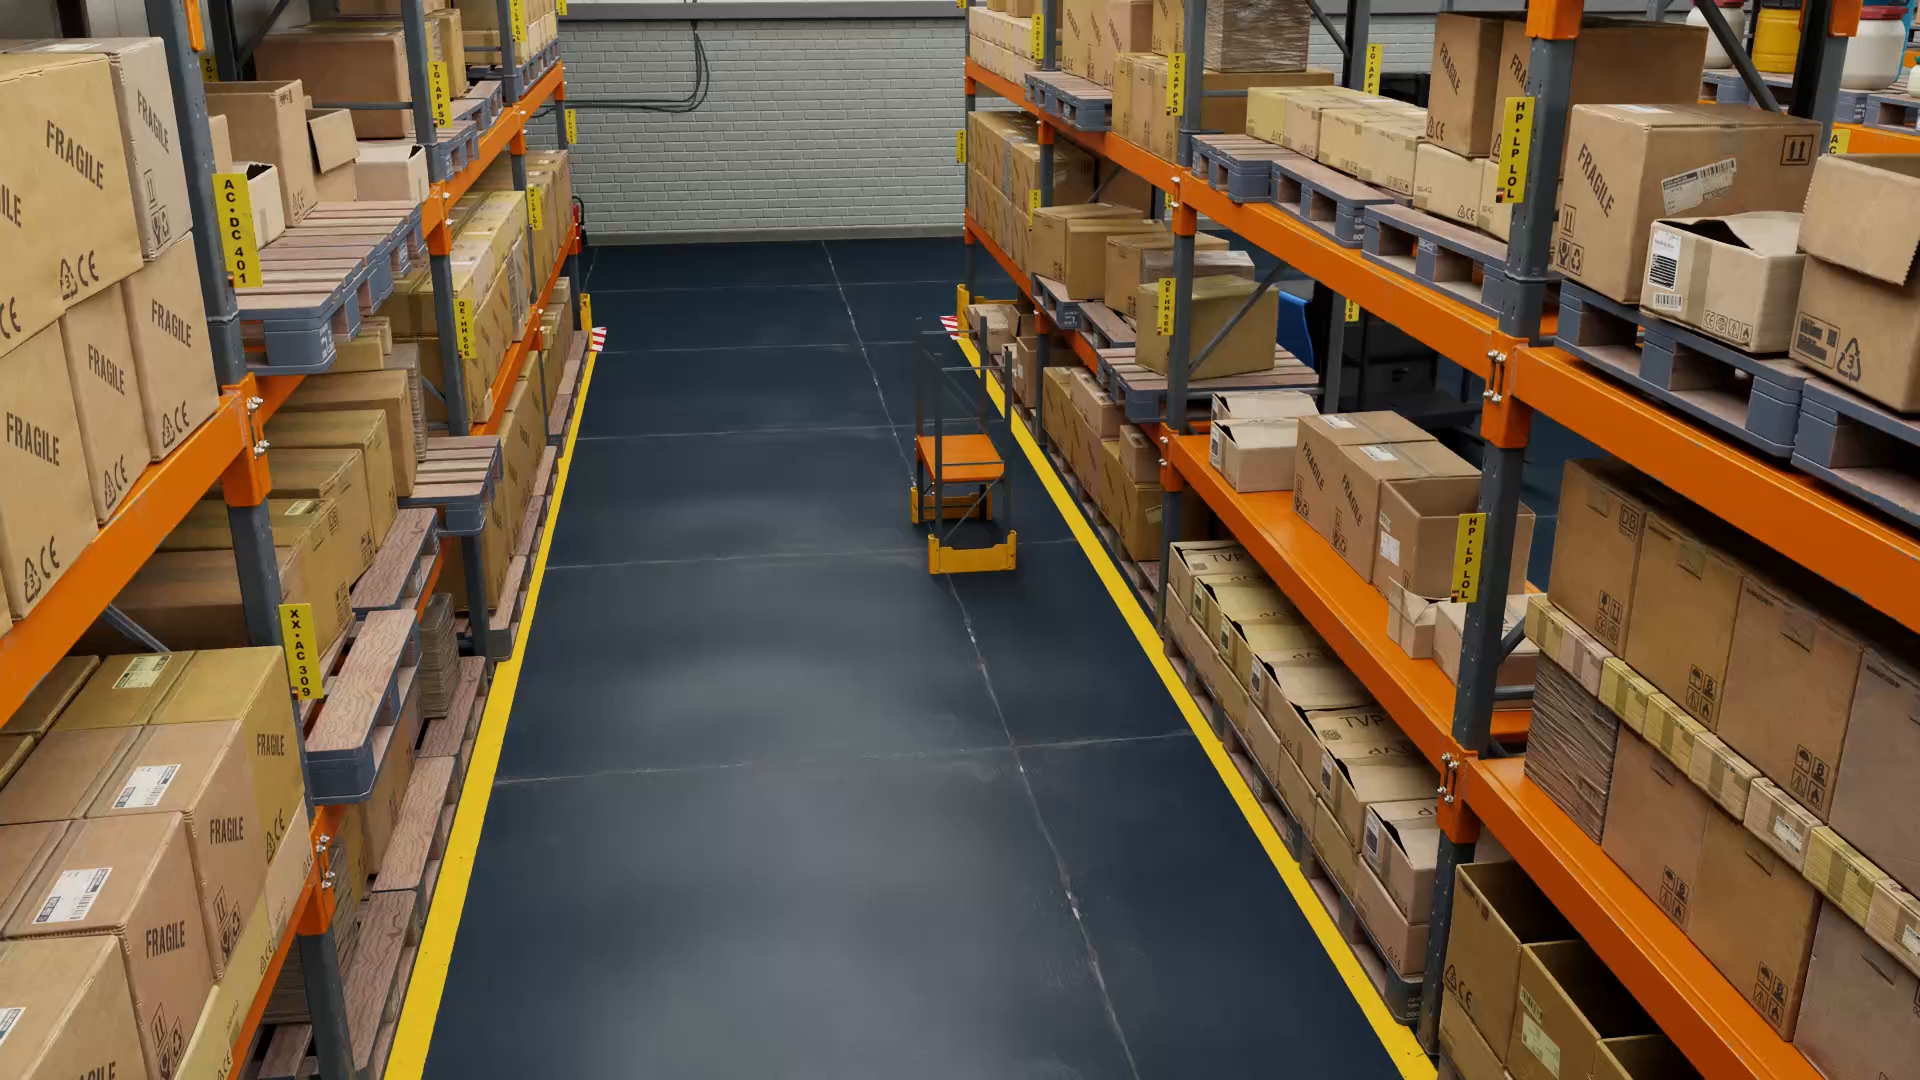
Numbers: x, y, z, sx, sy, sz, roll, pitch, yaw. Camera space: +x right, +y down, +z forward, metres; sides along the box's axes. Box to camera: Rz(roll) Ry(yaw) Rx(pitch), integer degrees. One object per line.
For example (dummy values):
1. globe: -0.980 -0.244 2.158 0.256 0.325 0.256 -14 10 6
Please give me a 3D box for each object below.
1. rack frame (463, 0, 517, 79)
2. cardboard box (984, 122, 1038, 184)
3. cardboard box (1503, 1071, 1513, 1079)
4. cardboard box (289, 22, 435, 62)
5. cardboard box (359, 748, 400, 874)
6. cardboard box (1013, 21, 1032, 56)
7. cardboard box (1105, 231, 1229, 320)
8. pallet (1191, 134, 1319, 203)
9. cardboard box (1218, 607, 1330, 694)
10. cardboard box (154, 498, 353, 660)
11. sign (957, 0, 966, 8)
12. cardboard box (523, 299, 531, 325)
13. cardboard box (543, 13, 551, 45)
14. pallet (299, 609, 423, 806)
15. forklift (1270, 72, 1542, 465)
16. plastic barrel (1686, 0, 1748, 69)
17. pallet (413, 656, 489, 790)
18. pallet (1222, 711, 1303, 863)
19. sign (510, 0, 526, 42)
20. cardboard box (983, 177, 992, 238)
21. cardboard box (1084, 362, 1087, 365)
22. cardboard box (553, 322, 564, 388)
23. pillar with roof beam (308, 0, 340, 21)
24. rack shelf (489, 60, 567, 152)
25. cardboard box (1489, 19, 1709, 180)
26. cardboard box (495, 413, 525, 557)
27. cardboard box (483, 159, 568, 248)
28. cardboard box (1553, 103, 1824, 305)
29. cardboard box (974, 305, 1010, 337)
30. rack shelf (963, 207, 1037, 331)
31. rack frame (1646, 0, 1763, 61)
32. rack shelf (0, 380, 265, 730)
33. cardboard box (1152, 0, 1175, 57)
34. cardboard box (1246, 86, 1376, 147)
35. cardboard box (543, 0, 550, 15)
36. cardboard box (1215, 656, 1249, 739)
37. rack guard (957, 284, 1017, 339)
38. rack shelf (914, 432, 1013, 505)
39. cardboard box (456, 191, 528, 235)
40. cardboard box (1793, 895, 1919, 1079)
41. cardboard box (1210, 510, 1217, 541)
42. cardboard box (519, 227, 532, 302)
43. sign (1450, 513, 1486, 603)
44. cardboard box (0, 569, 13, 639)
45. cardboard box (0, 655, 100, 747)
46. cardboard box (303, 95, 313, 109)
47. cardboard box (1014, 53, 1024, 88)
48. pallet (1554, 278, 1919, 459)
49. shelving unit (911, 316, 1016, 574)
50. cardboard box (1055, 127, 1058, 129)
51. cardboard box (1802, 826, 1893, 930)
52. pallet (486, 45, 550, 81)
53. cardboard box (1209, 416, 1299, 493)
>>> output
1. rack frame: -3.769 -4.791 11.682 1.000 3.000 0.127 -3 21 -8
2. cardboard box: 0.509 -3.611 15.525 0.500 0.500 0.500 -3 21 -7
3. cardboard box: 2.119 1.979 5.460 0.500 0.250 0.500 -3 21 -8
4. cardboard box: -3.515 -2.792 9.845 0.700 0.500 0.500 -2 21 -5
5. cardboard box: -2.896 1.145 7.307 0.700 0.500 0.500 -3 21 -7
6. cardboard box: 0.725 -4.129 13.696 0.500 0.250 0.500 -3 21 -8
7. cardboard box: 1.448 -1.867 11.683 0.700 0.500 0.500 -8 22 -21
8. pallet: 1.895 -1.933 8.587 1.213 0.211 1.003 -2 21 -5
9. cardboard box: 1.649 0.536 8.521 0.500 0.311 0.500 -3 21 -9
10. cardboard box: -2.729 0.165 6.216 0.700 0.500 0.500 -1 20 -2
11. sign: 0.019 -5.404 16.361 0.100 0.325 0.005 -3 21 -8
12. cardboard box: -3.381 -1.683 12.266 0.380 0.149 0.250 -3 21 -7
13. cardboard box: -3.901 -4.524 14.725 0.500 0.250 0.500 -4 21 -10
14. pallet: -2.582 0.607 6.077 1.003 0.211 1.213 -3 21 -8
15. forklift: 3.606 -2.204 13.429 1.130 2.935 3.031 -7 22 -18
16. plastic barrel: 5.862 -3.951 12.925 0.433 0.535 0.433 0 20 0
17. pallet: -3.082 0.981 8.787 1.003 0.211 1.213 -3 21 -8
18. pallet: 1.961 1.168 8.287 1.003 0.211 1.213 -3 21 -8
19. sign: -3.234 -3.806 12.143 0.100 0.325 0.005 -3 21 -8
20. cardboard box: 0.508 -3.144 15.704 0.500 0.500 0.500 -3 21 -8
21. cardboard box: 1.151 -1.566 15.042 0.380 0.166 0.250 -3 21 -8
22. cardboard box: -3.917 -1.622 14.745 0.700 0.500 0.500 -2 21 -6
23. pillar with roof beam: -0.466 -5.207 12.795 9.100 9.000 0.400 -3 21 -8
24. rack shelf: -4.058 -3.741 14.187 1.077 0.370 4.000 -3 21 -8
25. cardboard box: 2.235 -1.560 5.862 0.500 0.500 0.500 -3 21 -7
26. cardboard box: -3.289 -0.350 10.838 0.750 0.750 0.750 -3 21 -8
27. cardboard box: -4.147 -3.078 15.243 0.980 0.700 0.700 -3 21 -8
28. cardboard box: 2.097 -0.988 4.845 0.500 0.500 0.500 -1 21 -3
29. cardboard box: 0.425 -2.159 16.510 0.500 0.250 0.500 -3 21 -8
30. rack shelf: 0.844 -2.587 15.384 1.077 0.370 4.000 -3 21 -8
31. rack frame: 6.034 -5.290 13.020 1.000 3.000 0.127 -3 21 -8
32. rack shelf: -2.328 0.414 3.062 1.077 0.370 4.000 -3 21 -8
33. cardboard box: 1.505 -3.272 10.329 0.500 0.500 0.500 -3 21 -8
34. cardboard box: 1.830 -2.224 8.711 0.500 0.250 0.500 -4 21 -12
35. cardboard box: -3.909 -4.882 14.612 0.500 0.500 0.500 -2 21 -6
36. cardboard box: 1.648 0.795 8.631 0.500 0.250 0.500 -3 21 -9
37. rack guard: 0.566 -2.419 17.479 1.175 0.500 0.348 -3 21 -8
38. rack shelf: 0.012 -0.505 11.438 0.538 0.185 1.000 -3 21 -8
39. cardboard box: -3.449 -2.378 12.129 0.500 0.250 0.500 -2 21 -6
40. cardboard box: 2.581 1.178 4.132 0.700 0.500 0.500 -2 21 -6
41. cardboard box: 1.845 -0.235 11.001 0.500 0.500 0.500 -4 21 -10
42. cardboard box: -3.453 -2.029 12.265 0.500 0.500 0.500 -3 21 -9
43. sign: 1.750 0.064 5.717 0.100 0.325 0.005 -3 21 -8
44. cardboard box: -2.059 0.033 2.883 0.500 0.500 0.500 -2 21 -4
45. cardboard box: -2.755 0.672 4.743 0.500 0.500 0.500 -3 21 -9
46. cardboard box: -3.317 -1.796 7.779 0.500 0.500 0.500 -3 21 -8
47. cardboard box: 0.737 -3.895 13.785 0.500 0.250 0.500 -3 21 -8
48. pallet: 2.434 -0.531 4.691 1.003 0.211 1.213 -3 21 -8
49. shelving unit: 0.011 -0.676 11.383 0.587 1.500 1.083 -3 21 -8
50. cardboard box: 1.045 -3.637 15.596 0.500 0.500 0.500 -2 21 -6
51. cardboard box: 2.359 0.827 4.146 0.380 0.149 0.250 -3 21 -8
52. pallet: -4.049 -4.049 14.111 1.003 0.211 1.213 -3 21 -8
53. cardboard box: 1.646 -0.485 8.856 0.500 0.311 0.500 -3 21 -8
